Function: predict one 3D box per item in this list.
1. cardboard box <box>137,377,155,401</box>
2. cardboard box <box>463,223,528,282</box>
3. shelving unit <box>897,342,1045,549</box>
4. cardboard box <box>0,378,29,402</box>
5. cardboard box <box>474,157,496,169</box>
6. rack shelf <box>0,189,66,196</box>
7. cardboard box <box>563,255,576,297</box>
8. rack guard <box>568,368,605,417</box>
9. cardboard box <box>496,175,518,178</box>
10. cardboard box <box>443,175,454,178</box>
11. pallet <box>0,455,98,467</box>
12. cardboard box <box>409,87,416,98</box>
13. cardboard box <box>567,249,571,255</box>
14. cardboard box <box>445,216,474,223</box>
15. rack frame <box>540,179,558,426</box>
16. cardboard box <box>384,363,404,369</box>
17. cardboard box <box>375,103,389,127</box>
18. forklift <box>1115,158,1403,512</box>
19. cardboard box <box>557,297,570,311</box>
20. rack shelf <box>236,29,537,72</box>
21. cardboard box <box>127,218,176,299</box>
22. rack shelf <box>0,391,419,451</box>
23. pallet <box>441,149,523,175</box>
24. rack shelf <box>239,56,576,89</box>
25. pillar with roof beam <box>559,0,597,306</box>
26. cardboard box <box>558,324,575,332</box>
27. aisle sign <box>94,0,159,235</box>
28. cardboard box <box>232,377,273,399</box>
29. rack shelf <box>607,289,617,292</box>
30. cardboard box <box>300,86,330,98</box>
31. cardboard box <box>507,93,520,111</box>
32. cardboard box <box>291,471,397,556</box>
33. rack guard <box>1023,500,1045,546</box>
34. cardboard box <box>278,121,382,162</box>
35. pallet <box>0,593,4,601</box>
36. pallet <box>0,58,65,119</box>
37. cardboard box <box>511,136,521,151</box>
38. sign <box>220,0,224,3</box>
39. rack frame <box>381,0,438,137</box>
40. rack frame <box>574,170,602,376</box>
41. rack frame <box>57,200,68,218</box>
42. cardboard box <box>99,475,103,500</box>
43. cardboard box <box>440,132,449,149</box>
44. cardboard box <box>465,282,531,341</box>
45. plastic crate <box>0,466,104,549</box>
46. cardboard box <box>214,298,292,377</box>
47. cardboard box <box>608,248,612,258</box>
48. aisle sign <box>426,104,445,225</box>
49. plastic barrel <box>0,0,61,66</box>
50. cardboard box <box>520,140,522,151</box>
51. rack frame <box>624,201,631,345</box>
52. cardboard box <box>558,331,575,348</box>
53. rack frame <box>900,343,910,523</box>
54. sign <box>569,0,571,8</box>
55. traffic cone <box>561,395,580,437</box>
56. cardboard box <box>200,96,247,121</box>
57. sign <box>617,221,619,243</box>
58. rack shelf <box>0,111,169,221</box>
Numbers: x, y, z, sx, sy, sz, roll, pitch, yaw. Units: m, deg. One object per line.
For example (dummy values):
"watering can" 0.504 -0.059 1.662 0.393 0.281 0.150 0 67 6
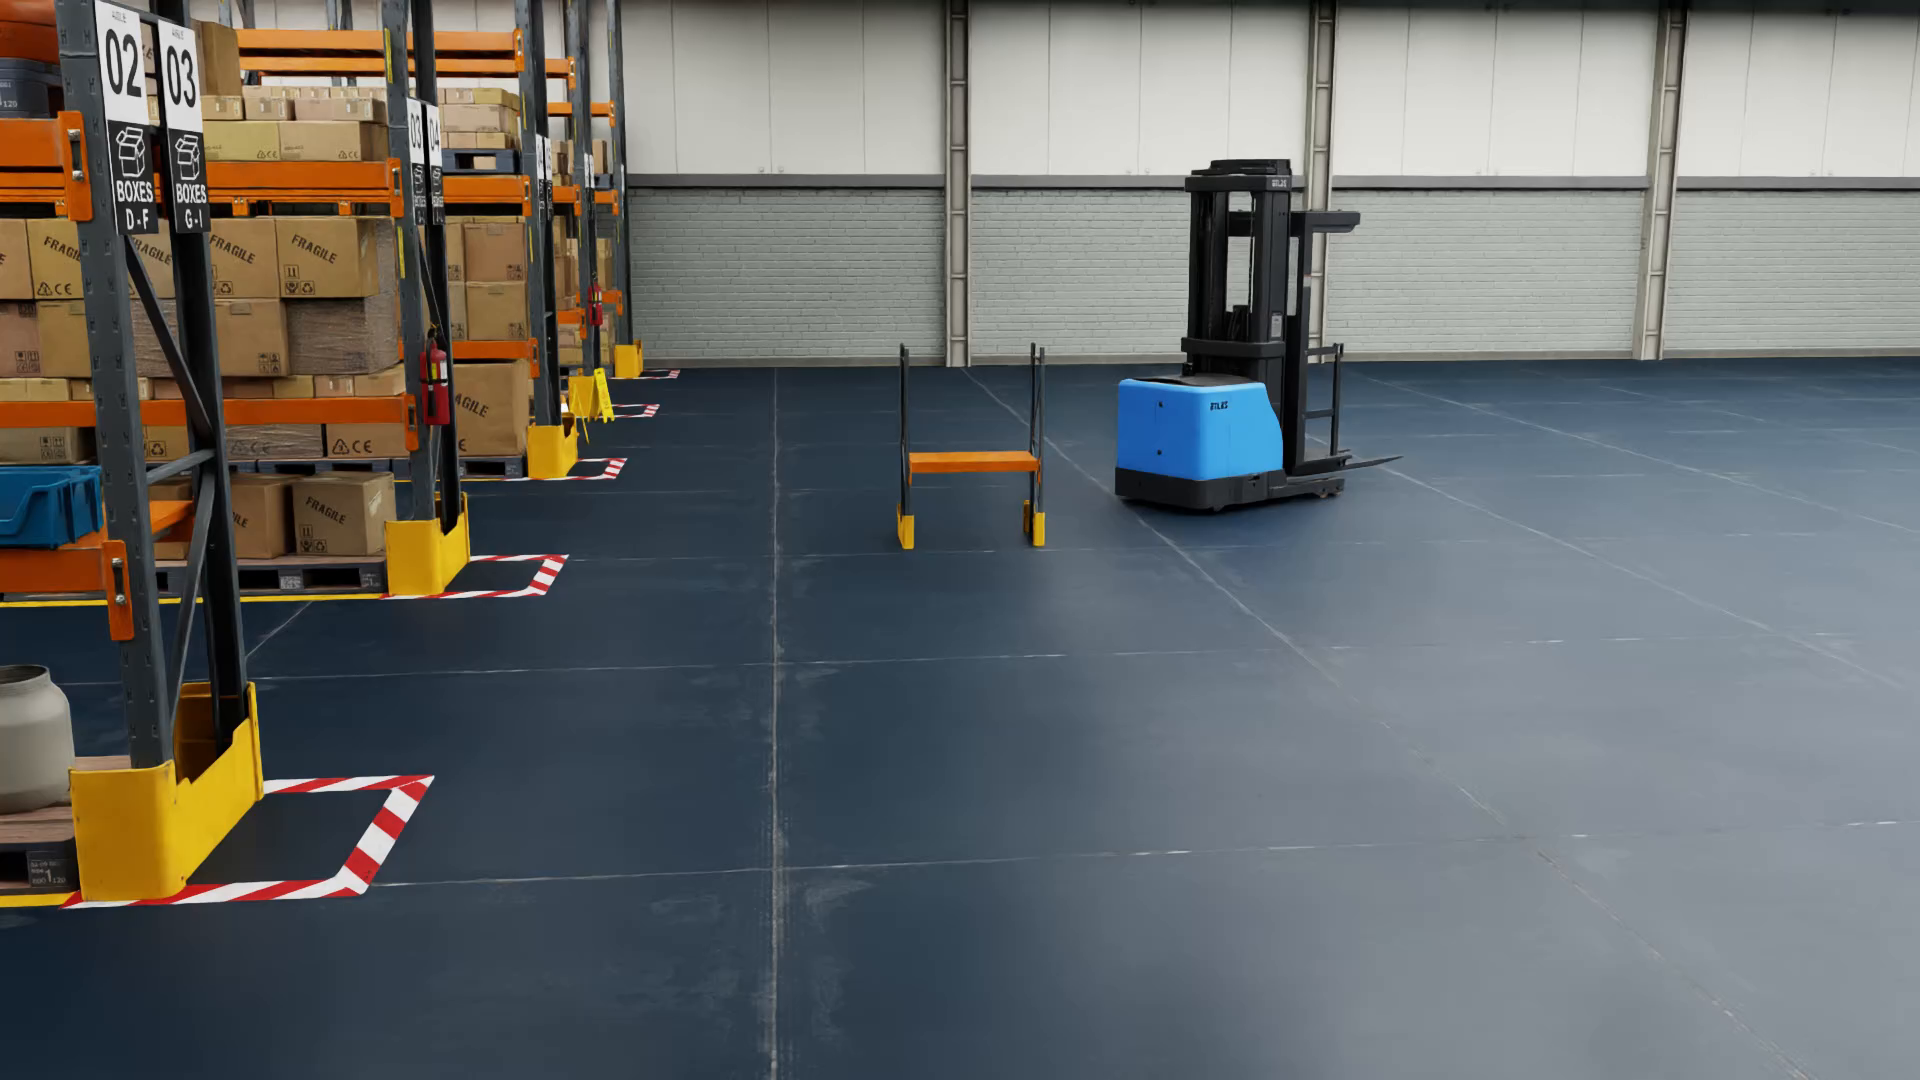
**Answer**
"cardboard box" -5.341 -0.997 10.815 0.250 0.149 0.380 -1 11 -6
"cardboard box" -4.408 -2.774 16.013 0.550 0.550 0.875 -1 11 -6
"shelving unit" 0.076 -0.738 12.731 1.083 1.500 0.587 -1 11 -6
"cardboard box" -6.090 -0.988 10.770 0.250 0.149 0.380 -1 11 -6
"cardboard box" -5.652 -4.592 20.291 0.500 0.250 0.500 -1 11 -7
"rack shelf" -10.000 -3.164 15.277 4.000 0.370 1.077 -1 11 -6
"cardboard box" -5.171 -3.356 21.133 0.500 0.500 0.500 -1 11 -7
"rack guard" -4.746 -1.890 21.184 0.348 0.500 1.175 -1 11 -6
"cardboard box" -5.506 -4.395 20.322 0.250 0.149 0.380 -1 11 -4
"cardboard box" -6.271 -4.384 20.267 0.250 0.149 0.380 -2 11 -8
"pallet" -8.771 -0.689 15.823 1.213 0.211 1.003 -1 11 -6
"cardboard box" -5.094 -4.078 15.293 0.250 0.149 0.380 -1 11 -5
"cardboard box" -6.040 -4.371 25.387 0.250 0.149 0.380 -1 11 -5
"cardboard box" -6.154 -3.711 20.348 0.500 0.500 0.700 -1 11 -7
"rack frame" -4.035 -2.170 16.130 0.053 2.616 0.949 -1 11 -6
"cardboard box" -3.909 -1.134 11.511 0.250 0.149 0.380 -1 11 -6
"cardboard box" -3.899 -2.850 11.167 0.250 0.149 0.380 -1 11 -6
"forklift" 2.817 -1.880 14.833 3.031 2.935 1.130 -9 14 -38
"cardboard box" -5.019 -2.946 20.727 0.250 0.149 0.380 -1 11 -4
"rack shelf" -6.023 -4.523 15.450 4.000 0.370 1.077 -1 11 -6
"cardboard box" -5.114 -1.823 10.741 0.500 0.500 0.500 -1 11 -6
"rack shelf" -5.588 -0.823 11.142 4.000 0.370 1.077 -1 11 -6
"pallet" -4.771 -3.581 15.764 1.213 0.211 1.003 -1 11 -6
"rack shelf" -6.658 -5.665 20.230 4.000 0.370 1.077 -1 11 -6
"pillar with roof beam" -5.535 -6.346 21.820 0.400 9.000 9.100 -1 11 -6
"cardboard box" -6.141 -3.336 25.508 0.500 0.250 0.500 -1 11 -5
"aisle sign" -2.961 -1.488 5.920 0.004 0.787 0.394 -1 11 -6
"cardboard box" -4.603 -1.026 10.963 0.250 0.149 0.380 -1 11 -6
"rack shelf" -7.198 -3.771 25.631 3.809 0.124 0.919 -1 11 -6
"cardboard box" -5.850 -4.062 15.213 0.250 0.149 0.380 -1 11 -6
"cardboard box" -4.401 -4.220 16.016 0.250 0.149 0.380 -1 11 -5
"cardboard box" -4.223 -0.187 11.435 0.500 0.500 0.500 1 11 4
"rack guard" 0.571 -0.135 12.905 0.087 0.250 0.587 -1 11 -6
"cardboard box" -4.052 -2.557 10.710 0.500 0.250 0.500 -1 11 -5
"pallet" -6.913 0.213 11.235 1.213 0.211 1.003 -1 11 -6
"pallet" -3.898 -1.648 6.189 1.213 0.211 1.003 -1 11 -6
"cardboard box" -4.411 -3.829 16.094 0.250 0.149 0.380 -1 11 -6
"sign" -8.581 -6.408 19.302 0.005 0.325 0.100 -1 11 -6
"rack frame" -3.600 -4.161 10.705 0.127 3.000 1.000 -1 11 -6
"rack frame" -4.670 -3.118 20.951 0.127 3.000 1.000 -1 11 -6
"rack frame" -13.163 -3.903 24.945 0.127 3.000 1.000 -1 11 -6
"cardboard box" -5.997 -0.156 11.275 0.500 0.500 0.500 -2 11 -11
"cardboard box" -4.835 -3.692 15.398 0.250 0.149 0.380 -1 11 -5
"cardboard box" -4.399 -2.228 16.035 0.550 0.550 0.875 -1 11 -6
"plastic crate" -3.530 -0.127 6.122 0.616 0.251 0.499 -1 11 -6
"cardboard box" -4.634 -1.373 11.044 0.500 0.500 0.875 -1 11 -6
"cardboard box" -5.575 -4.480 25.938 0.250 0.149 0.380 -1 11 -8
"aisle sign" -3.571 -2.552 11.332 0.004 0.787 0.394 -1 11 -6
"plastic barrel" -3.534 -2.122 5.906 0.708 0.830 0.600 -1 11 -6
"cardboard box" -5.235 -4.796 20.295 0.250 0.149 0.380 -1 11 -5
"rack frame" -5.210 -4.069 25.789 0.053 2.616 0.949 -1 11 -6
"cardboard box" -6.160 -3.093 25.570 0.500 0.250 0.500 -1 11 -7
"rack frame" -0.421 -0.727 12.679 0.032 1.500 0.500 -1 11 -6
"sign" -4.630 -6.491 19.723 0.005 0.325 0.100 -1 11 -6
"traffic cone" -4.500 -1.411 18.845 0.334 0.463 0.336 -1 11 -6
"cardboard box" -4.621 -2.726 10.538 0.250 0.149 0.380 -1 11 -6
"sign" -5.165 -4.650 25.127 0.005 0.325 0.100 -1 11 -6
"rack shelf" -5.053 -1.345 6.021 4.000 0.370 1.077 -1 11 -6
